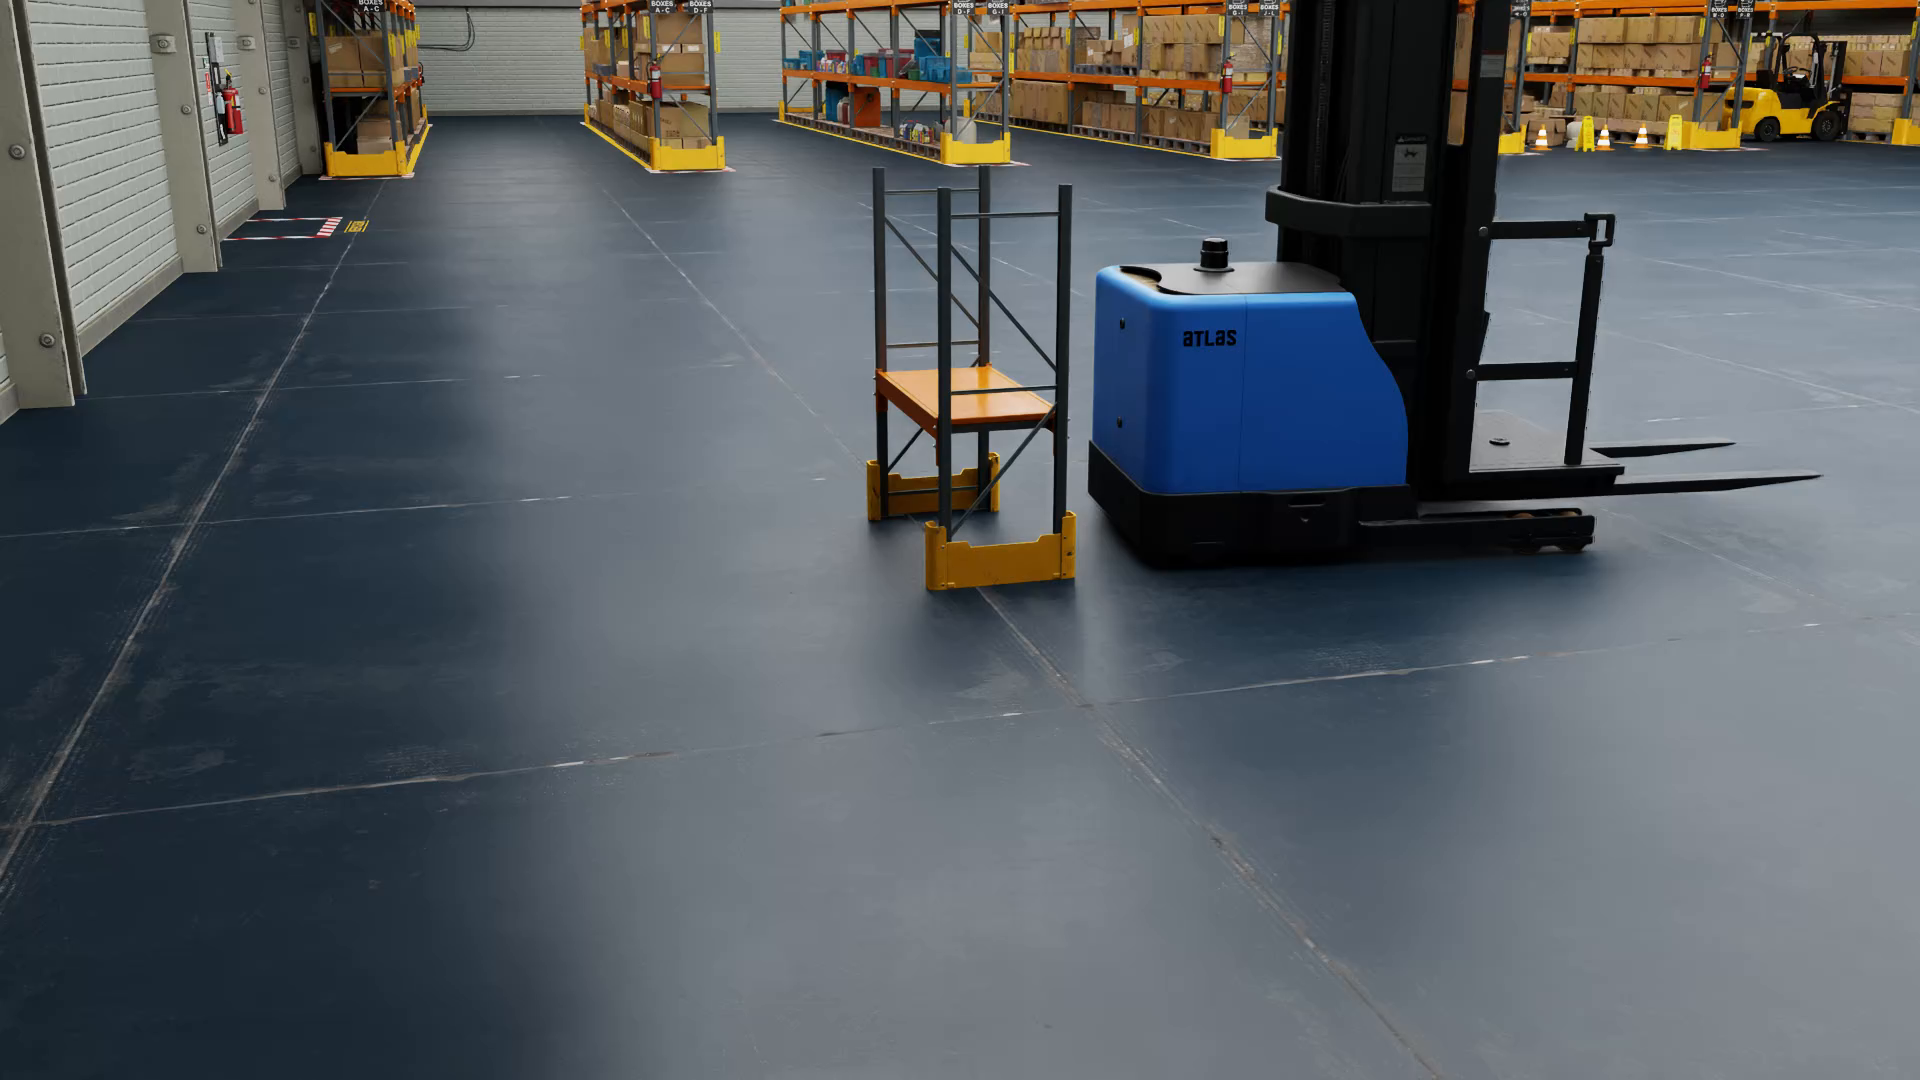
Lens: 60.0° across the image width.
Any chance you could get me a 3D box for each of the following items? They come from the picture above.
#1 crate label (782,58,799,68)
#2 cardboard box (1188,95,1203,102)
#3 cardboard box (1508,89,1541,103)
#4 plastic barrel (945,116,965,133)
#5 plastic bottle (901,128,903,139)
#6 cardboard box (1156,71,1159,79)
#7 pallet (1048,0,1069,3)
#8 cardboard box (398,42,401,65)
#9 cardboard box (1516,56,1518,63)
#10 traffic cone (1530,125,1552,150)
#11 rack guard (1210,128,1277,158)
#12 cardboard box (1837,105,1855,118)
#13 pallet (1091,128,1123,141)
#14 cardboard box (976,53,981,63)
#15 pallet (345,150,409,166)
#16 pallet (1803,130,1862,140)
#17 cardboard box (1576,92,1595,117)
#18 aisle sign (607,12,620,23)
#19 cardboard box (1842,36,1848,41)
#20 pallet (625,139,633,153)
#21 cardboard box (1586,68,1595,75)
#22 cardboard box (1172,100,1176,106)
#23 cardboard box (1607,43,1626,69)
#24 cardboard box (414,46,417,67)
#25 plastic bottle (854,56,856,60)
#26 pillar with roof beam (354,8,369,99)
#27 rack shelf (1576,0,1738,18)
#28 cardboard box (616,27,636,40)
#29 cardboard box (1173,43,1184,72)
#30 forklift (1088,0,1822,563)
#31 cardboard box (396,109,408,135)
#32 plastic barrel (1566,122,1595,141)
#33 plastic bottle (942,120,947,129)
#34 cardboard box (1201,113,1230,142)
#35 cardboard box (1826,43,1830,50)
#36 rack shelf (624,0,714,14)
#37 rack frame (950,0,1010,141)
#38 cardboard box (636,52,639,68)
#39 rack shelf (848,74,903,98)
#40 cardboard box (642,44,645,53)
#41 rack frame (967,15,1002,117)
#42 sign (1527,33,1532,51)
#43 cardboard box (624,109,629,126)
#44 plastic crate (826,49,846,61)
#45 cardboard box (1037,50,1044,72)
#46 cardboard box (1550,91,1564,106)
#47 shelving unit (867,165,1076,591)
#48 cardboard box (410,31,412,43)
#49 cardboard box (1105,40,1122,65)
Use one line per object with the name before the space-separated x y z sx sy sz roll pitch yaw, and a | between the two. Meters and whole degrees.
crate label | -4.315 -12.162 42.413 0.416 0.233 0.303 -5 17 -15
cardboard box | 6.060 -11.291 42.519 0.380 0.149 0.250 -5 17 -16
cardboard box | 15.555 -12.177 45.891 0.700 0.500 0.500 -5 18 -17
plastic barrel | -0.062 -7.206 29.323 0.421 0.512 0.421 0 17 0
plastic bottle | -1.075 -7.708 31.498 0.097 0.201 0.097 0 17 0
cardboard box | 3.993 -8.971 32.039 0.380 0.149 0.250 -5 17 -15
pallet | 2.666 -12.006 36.823 1.213 0.211 1.003 -4 17 -13
cardboard box | -9.596 -8.118 27.686 0.500 0.500 0.500 -5 17 -17
cardboard box | 12.731 -10.795 37.383 0.380 0.149 0.250 -4 17 -14
traffic cone | 11.109 -7.682 31.721 0.336 0.463 0.334 -5 17 -15
rack guard | 5.072 -7.097 29.711 1.175 0.500 0.348 -5 17 -15
cardboard box | 18.669 -8.965 34.763 0.500 0.250 0.500 -5 17 -17
pallet | 3.439 -8.598 35.208 1.003 0.211 1.213 -5 17 -15
cardboard box | 0.717 -12.473 43.004 0.500 0.250 0.500 -5 17 -16
pallet | -9.737 -6.349 27.720 1.003 0.211 1.213 -5 17 -15
pallet | 18.811 -8.660 35.415 1.003 0.211 1.213 -5 17 -15
cardboard box | 13.424 -9.222 35.186 0.500 0.500 0.500 -4 17 -13
aisle sign | -8.555 -13.205 41.180 0.394 0.787 0.004 -5 17 -15
cardboard box | 18.664 -10.458 34.734 0.380 0.149 0.250 -4 17 -14
pallet | -5.773 -7.463 31.430 1.003 0.211 1.213 -5 17 -15
cardboard box | 13.419 -9.865 35.016 0.380 0.149 0.250 -4 17 -14
cardboard box | 5.808 -11.518 43.792 0.380 0.149 0.250 -4 17 -12
cardboard box | 13.661 -9.933 34.115 0.500 0.500 0.500 -5 17 -16
cardboard box | -13.031 -11.116 38.222 0.980 0.700 0.700 -6 18 -18
plastic bottle | -2.400 -10.949 38.275 0.144 0.351 0.185 -5 17 -15
pillar with roof beam | -11.027 -15.416 42.632 9.100 9.000 0.400 -5 17 -15
rack shelf | 14.071 -10.702 33.403 1.077 0.370 4.000 -5 17 -15
cardboard box | -7.590 -11.490 38.077 0.500 0.500 0.500 -4 17 -14
cardboard box | 4.493 -9.028 31.102 0.875 0.500 0.500 -5 17 -15
forklift | 2.134 -1.492 6.824 3.031 2.935 1.130 -3 17 -9
cardboard box | -11.146 -8.130 32.384 0.700 0.500 0.500 -4 17 -14
plastic barrel | 12.598 -8.275 33.764 0.512 0.421 0.421 7 18 23
plastic bottle | -0.262 -7.722 31.285 0.144 0.351 0.185 -6 18 -18
cardboard box | 4.740 -7.614 30.701 0.500 0.500 0.500 0 17 -1
cardboard box | 18.452 -10.450 35.226 0.380 0.149 0.250 -5 18 -17
rack shelf | -4.983 -9.137 28.191 1.077 0.370 4.000 -5 17 -15
rack frame | 0.330 -7.882 27.978 1.000 3.000 0.127 -5 17 -15
cardboard box | -5.873 -9.005 31.543 0.500 0.500 0.500 -3 17 -11
rack shelf | -1.318 -9.197 33.606 1.077 0.370 4.000 -5 17 -15
cardboard box | -5.287 -8.511 28.769 0.380 0.149 0.250 -5 17 -17
rack frame | 0.696 -12.699 44.015 1.000 3.000 0.127 -5 17 -15
sign | 10.425 -9.132 30.498 0.100 0.325 0.005 -5 17 -15
cardboard box | -6.068 -7.983 31.390 0.500 0.311 0.500 -4 17 -14
plastic crate | -2.972 -11.527 39.898 0.402 0.464 0.583 -5 17 -15
cardboard box | 2.104 -11.074 38.430 0.500 0.500 0.500 -4 17 -14
cardboard box | 16.011 -11.622 44.044 0.500 0.500 0.500 -4 17 -13
shelving unit | 0.021 -0.697 6.666 0.587 1.500 1.083 -5 17 -15
cardboard box | -12.119 -10.868 35.890 0.500 0.250 0.500 -4 17 -14
cardboard box | 3.428 -10.103 34.461 0.797 0.503 0.637 -3 17 -10
